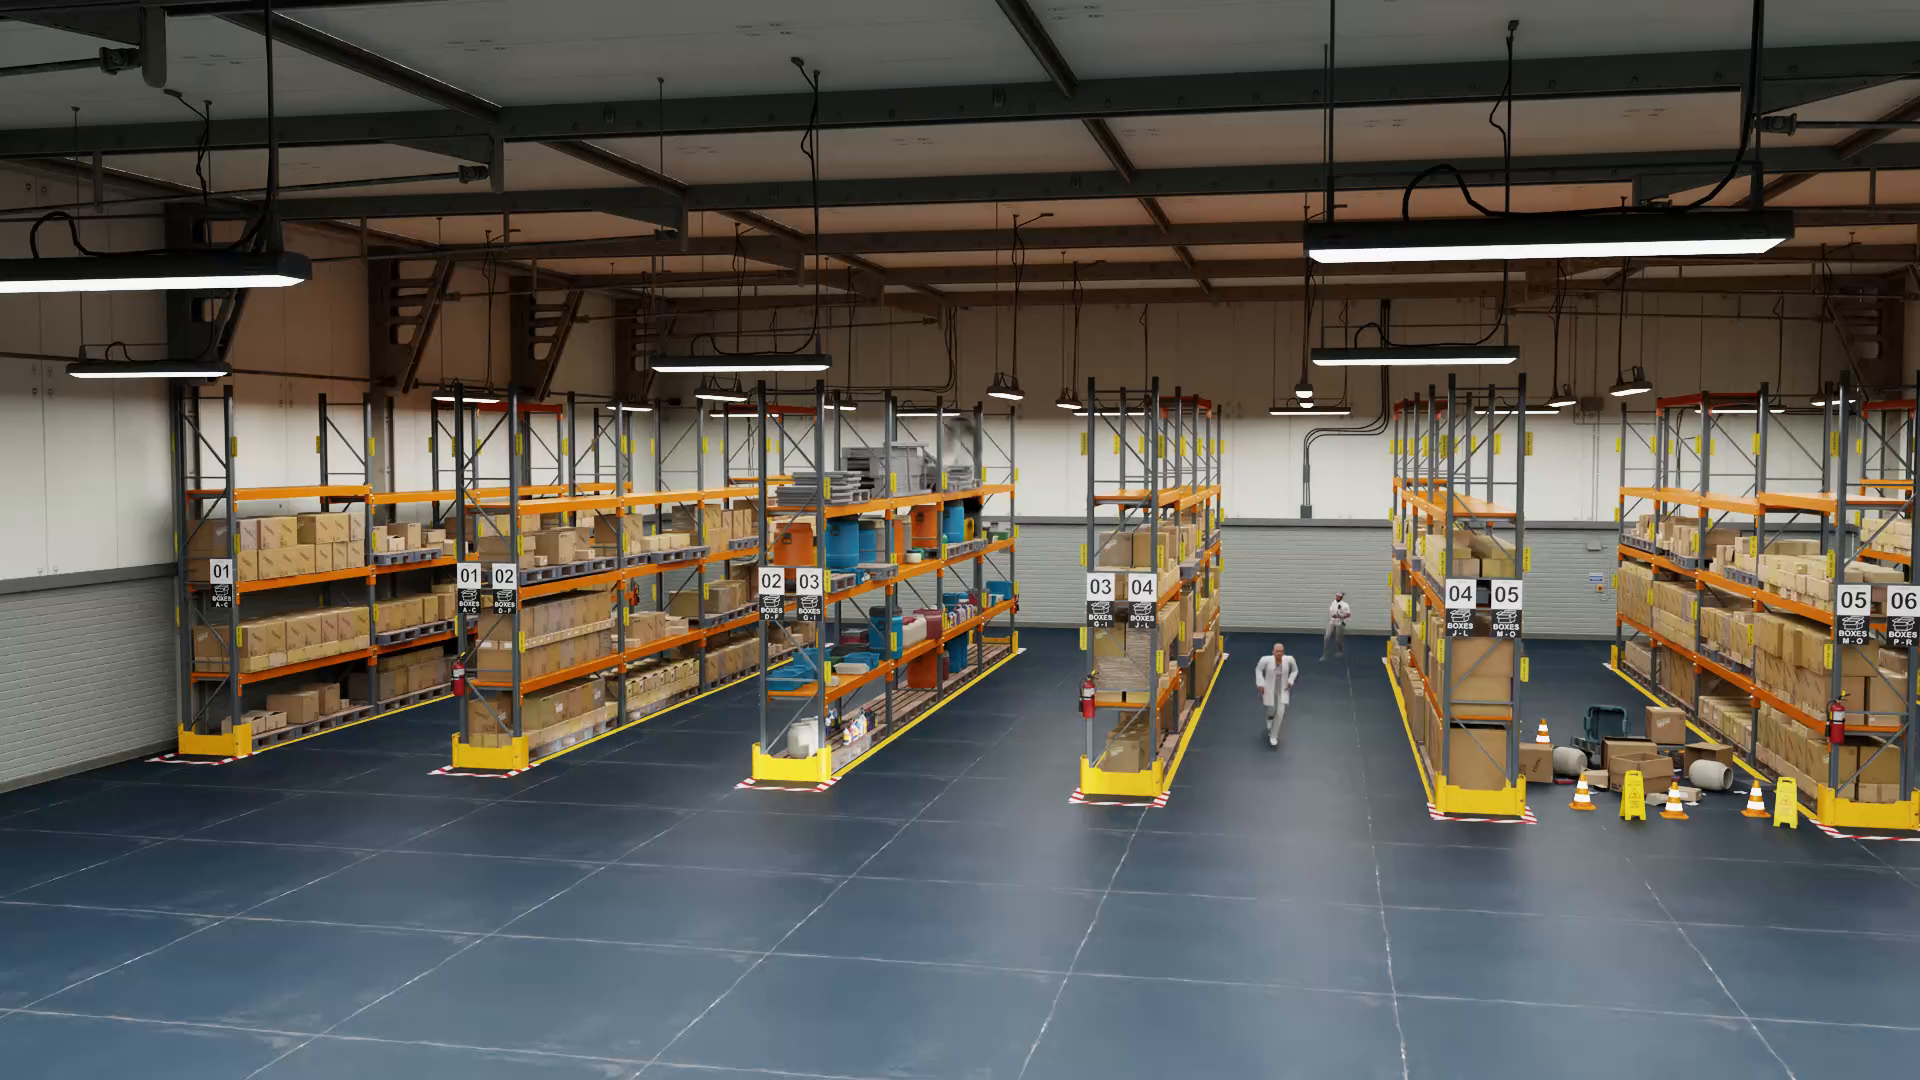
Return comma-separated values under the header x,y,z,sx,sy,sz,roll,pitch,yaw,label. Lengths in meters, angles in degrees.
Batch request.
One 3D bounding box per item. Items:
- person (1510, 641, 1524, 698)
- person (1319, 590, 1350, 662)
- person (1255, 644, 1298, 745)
x,y,z,sx,sy,sz,roll,pitch,yaw,label
10.584,2.411,32.307,0.646,1.600,0.620,1,3,10,person
8.862,2.008,38.925,0.627,1.701,0.827,3,4,42,person
5.367,2.590,28.244,0.710,1.724,0.797,0,3,-1,person
